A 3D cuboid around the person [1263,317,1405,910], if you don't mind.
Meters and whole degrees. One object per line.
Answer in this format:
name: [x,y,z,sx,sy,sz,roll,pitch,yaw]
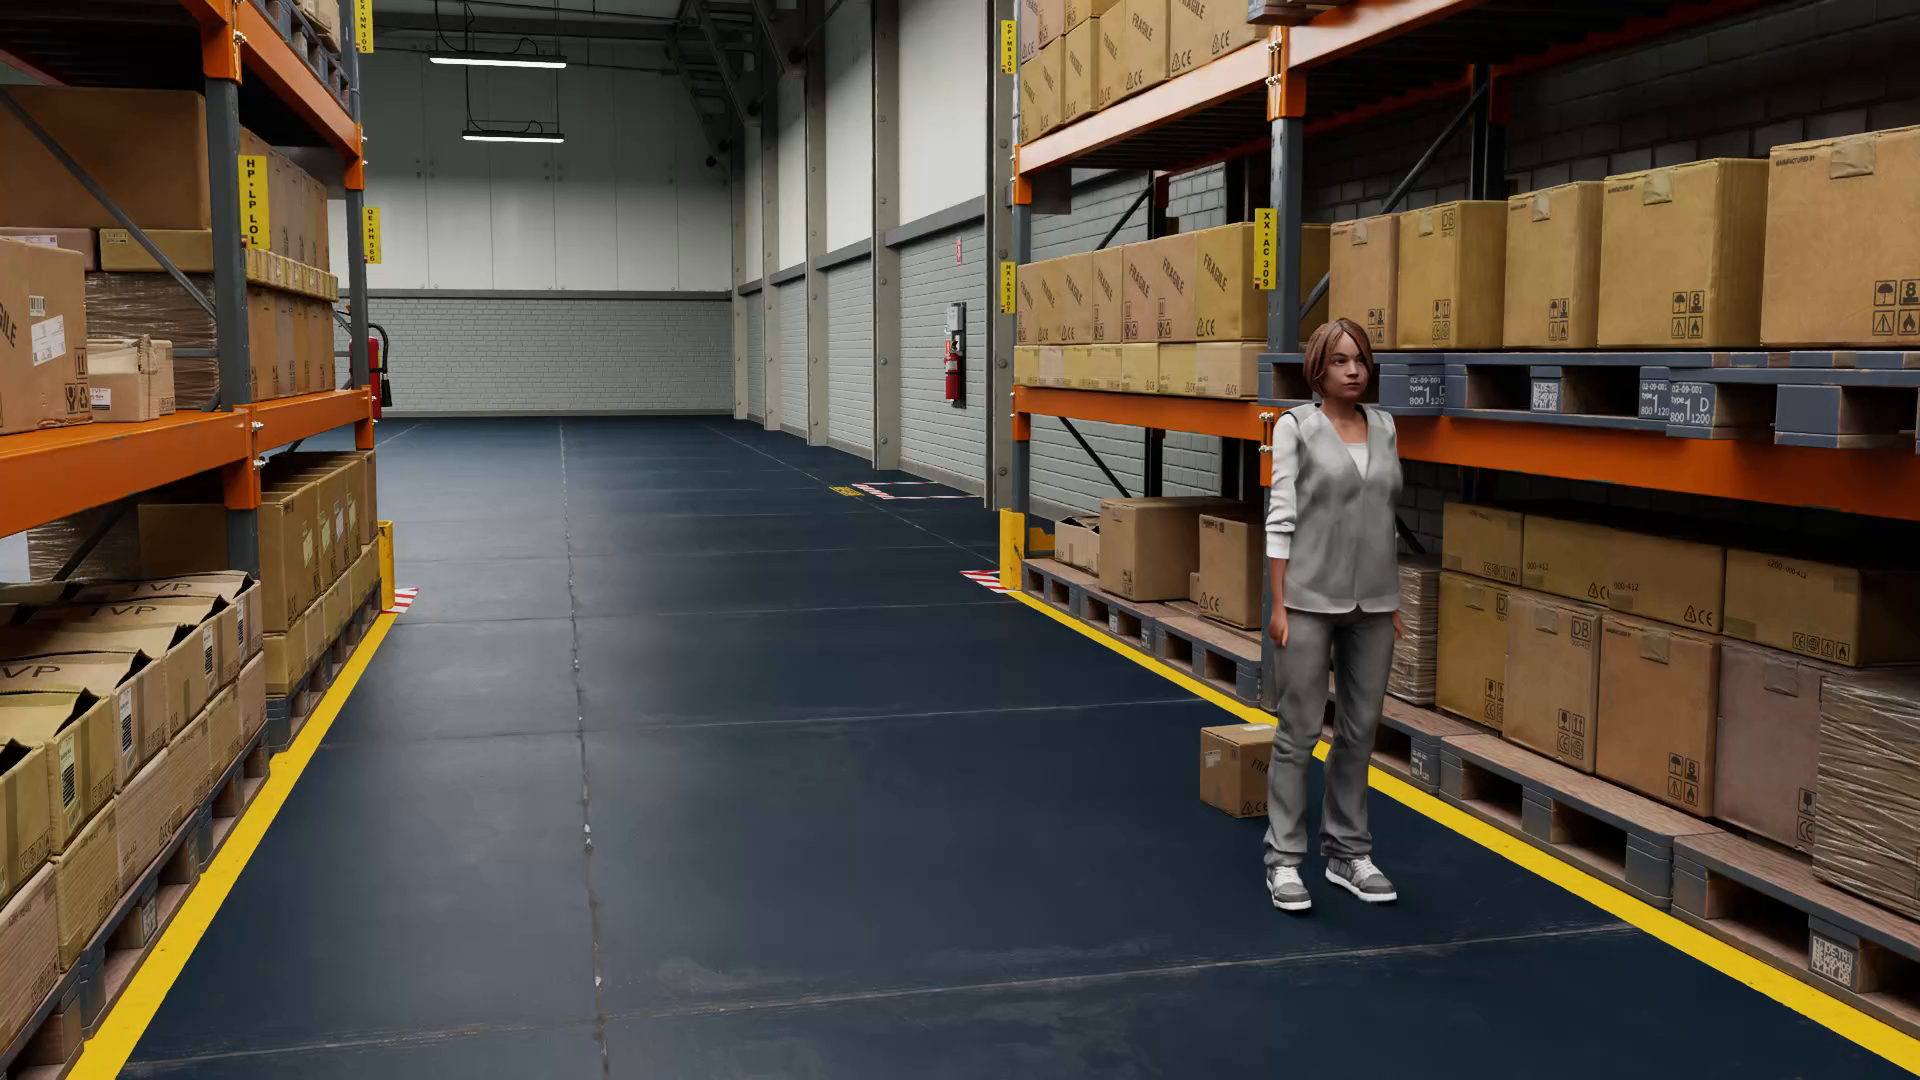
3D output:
person: [1.033,0.197,4.567,0.408,1.604,0.312,-2,7,-15]
